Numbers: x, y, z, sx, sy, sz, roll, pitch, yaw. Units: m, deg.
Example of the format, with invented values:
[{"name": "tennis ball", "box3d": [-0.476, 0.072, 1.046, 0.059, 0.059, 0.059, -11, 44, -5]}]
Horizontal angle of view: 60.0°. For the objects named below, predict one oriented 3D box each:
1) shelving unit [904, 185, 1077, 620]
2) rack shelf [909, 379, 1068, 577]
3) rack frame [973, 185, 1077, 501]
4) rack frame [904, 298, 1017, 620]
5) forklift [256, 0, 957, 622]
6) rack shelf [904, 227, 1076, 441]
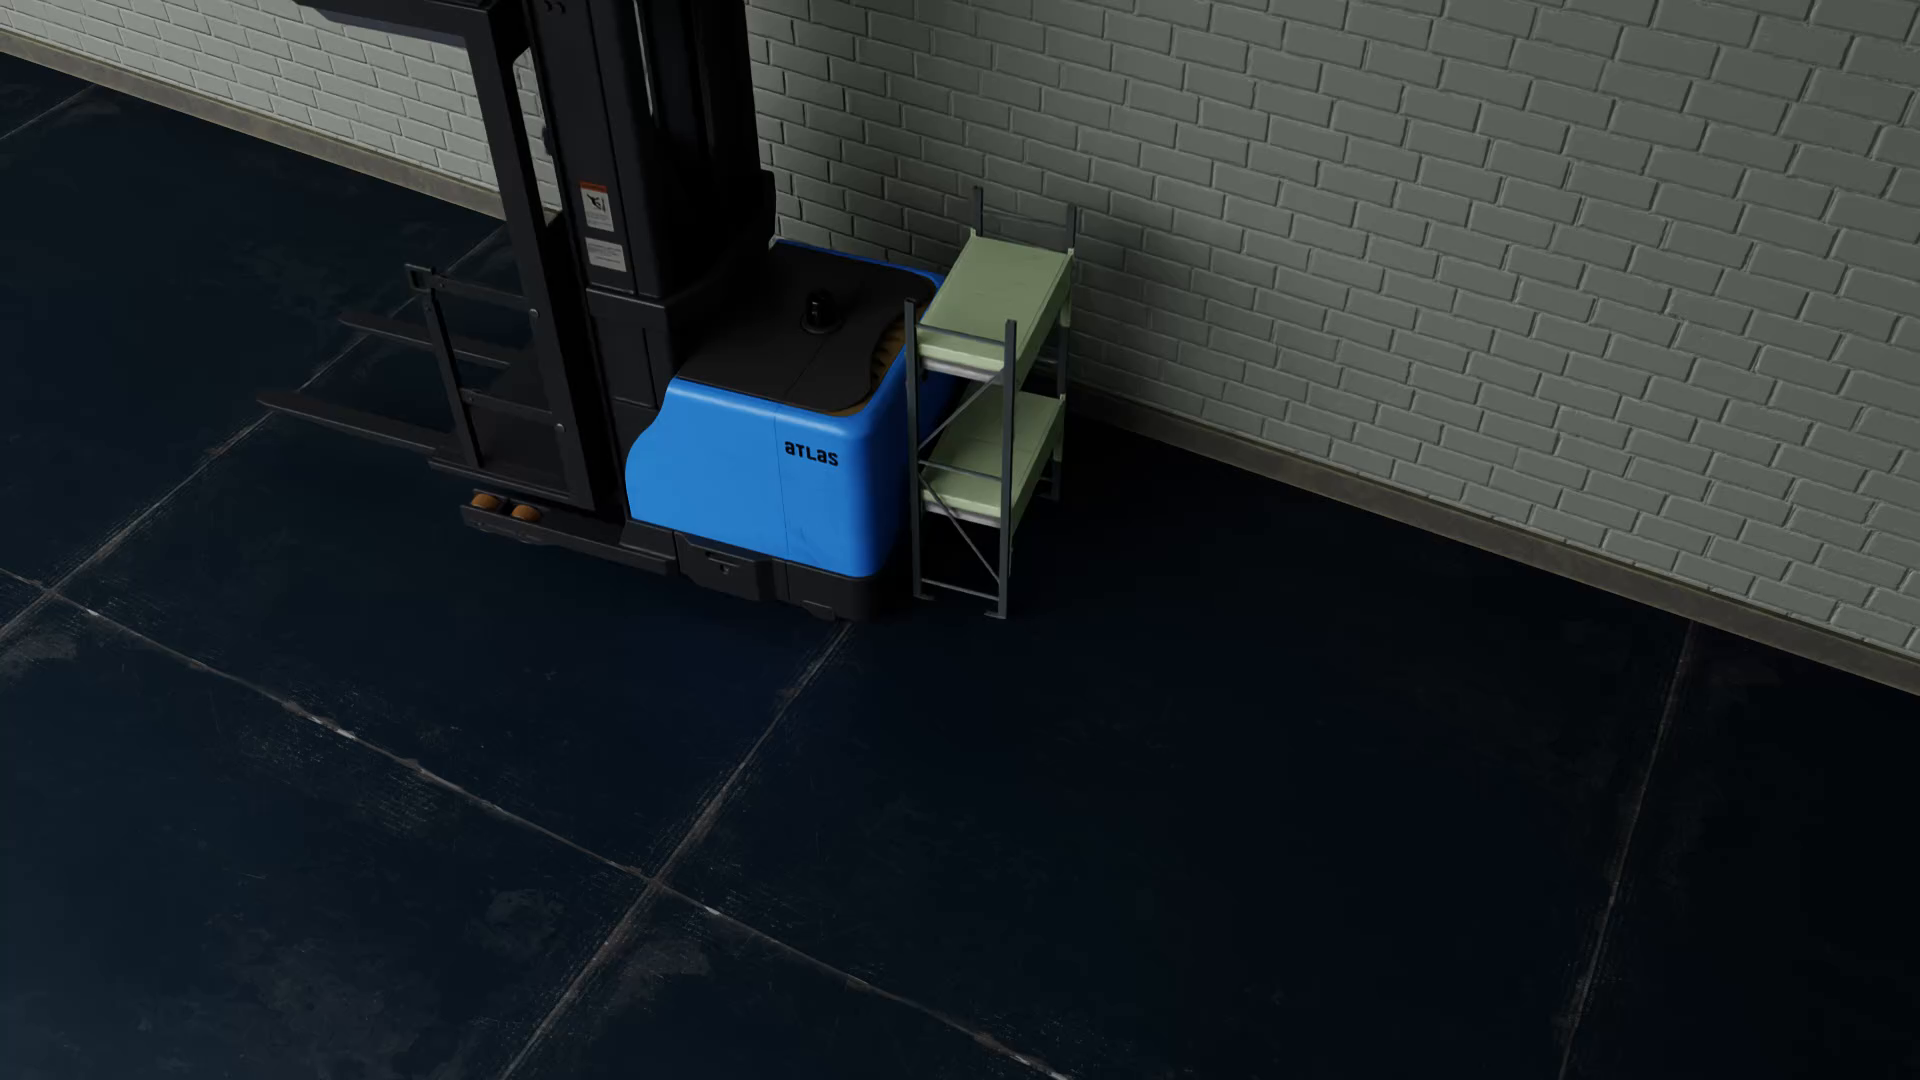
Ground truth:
[{"name": "shelving unit", "box3d": [0.121, -0.503, 6.472, 0.431, 1.500, 0.755, 14, 47, 13]}, {"name": "rack shelf", "box3d": [0.121, -0.274, 6.704, 0.431, 0.370, 0.720, 14, 47, 13]}, {"name": "rack frame", "box3d": [0.240, -0.749, 6.715, 0.400, 1.500, 0.023, 14, 47, 13]}, {"name": "rack frame", "box3d": [0.001, -0.257, 6.229, 0.400, 1.500, 0.023, 14, 47, 13]}, {"name": "forklift", "box3d": [-1.570, -1.352, 6.306, 3.031, 2.935, 1.130, 15, 47, 14]}, {"name": "rack shelf", "box3d": [0.121, -0.777, 6.195, 0.431, 0.370, 0.720, 14, 47, 13]}]
